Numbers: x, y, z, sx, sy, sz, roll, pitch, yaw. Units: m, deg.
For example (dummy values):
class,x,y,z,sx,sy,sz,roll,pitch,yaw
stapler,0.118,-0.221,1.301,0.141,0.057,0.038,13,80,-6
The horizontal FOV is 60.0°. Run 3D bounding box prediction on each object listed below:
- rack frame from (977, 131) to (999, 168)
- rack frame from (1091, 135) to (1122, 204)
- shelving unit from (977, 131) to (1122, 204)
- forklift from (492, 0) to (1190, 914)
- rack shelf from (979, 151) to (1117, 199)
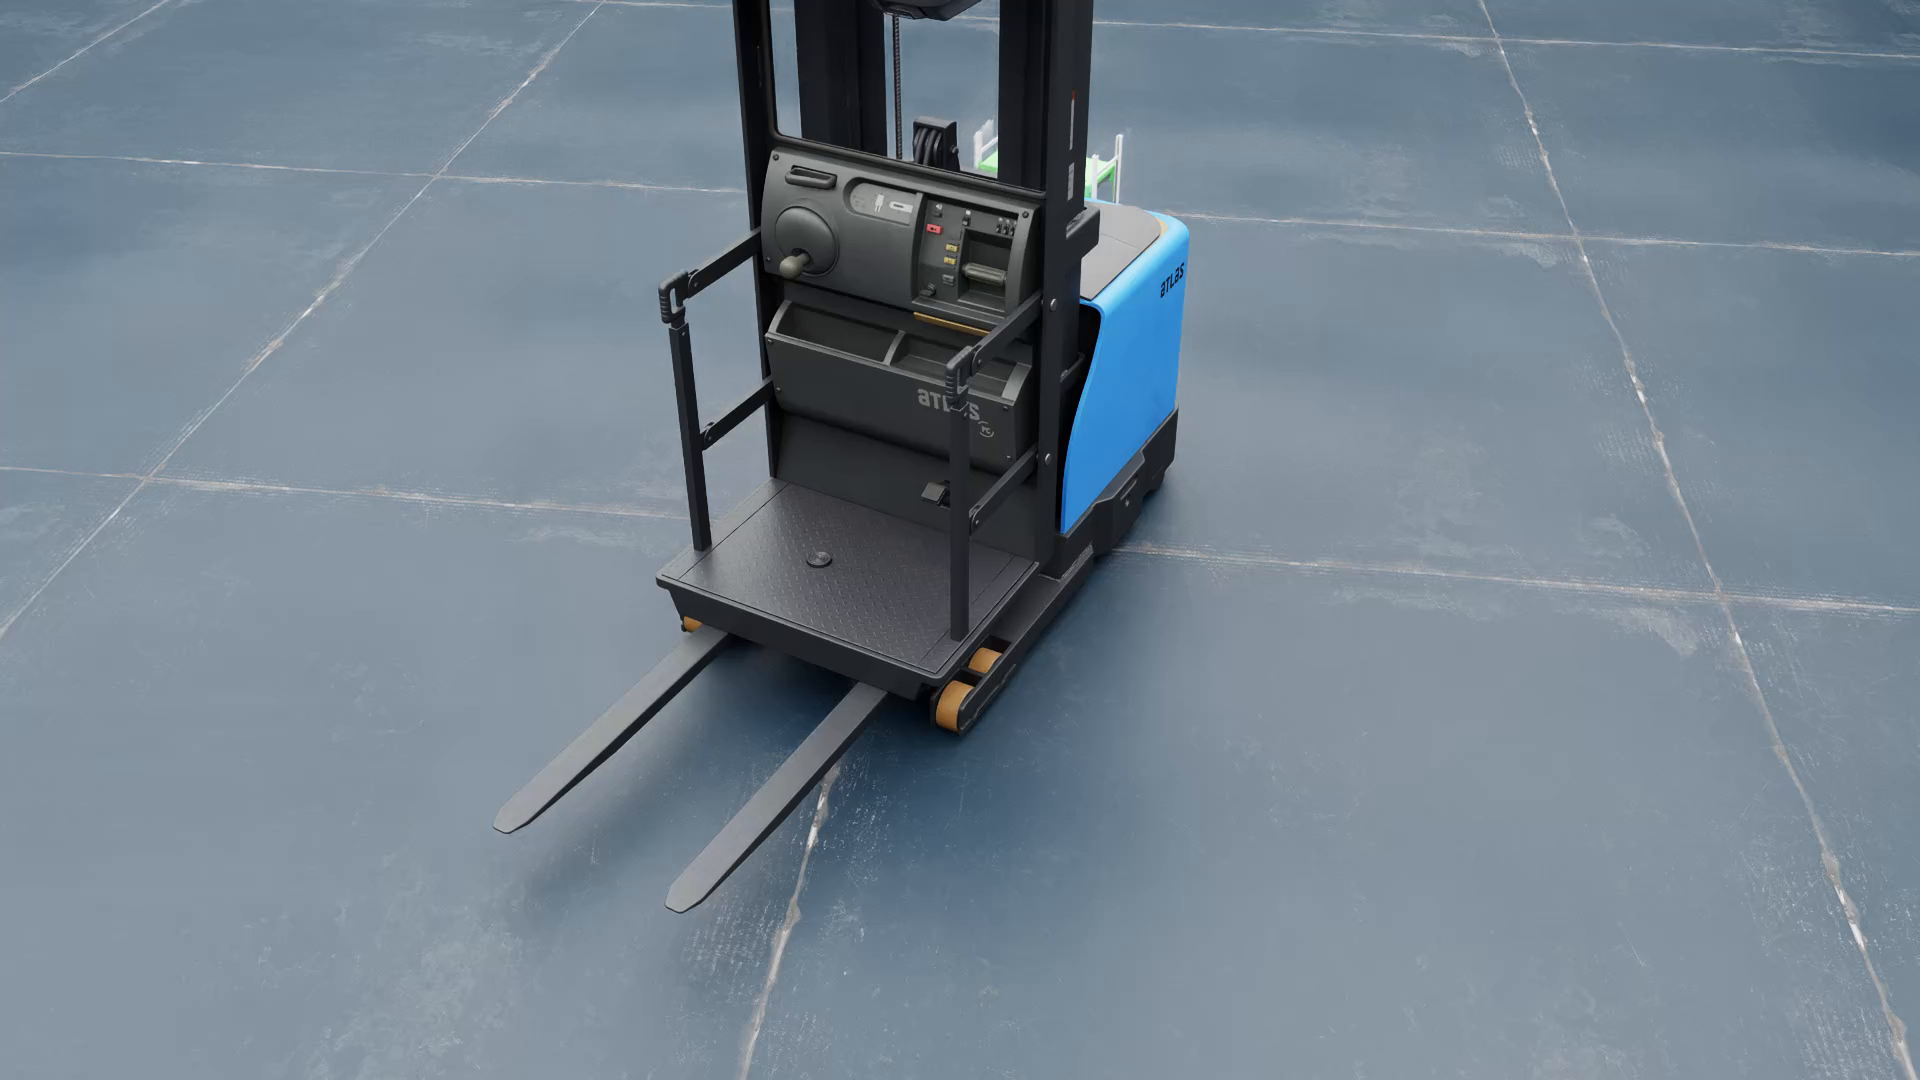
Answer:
class,x,y,z,sx,sy,sz,roll,pitch,yaw
rack frame,0.128,-1.133,6.805,0.015,1.200,0.240,17,39,23
rack frame,0.557,-0.998,6.615,0.015,1.200,0.240,17,39,23
shelving unit,0.342,-1.065,6.710,0.503,1.200,0.258,17,39,23
forklift,-0.306,-0.873,4.950,1.130,2.935,3.031,18,39,23
rack shelf,0.342,-1.404,6.468,0.480,0.148,0.258,17,39,23
